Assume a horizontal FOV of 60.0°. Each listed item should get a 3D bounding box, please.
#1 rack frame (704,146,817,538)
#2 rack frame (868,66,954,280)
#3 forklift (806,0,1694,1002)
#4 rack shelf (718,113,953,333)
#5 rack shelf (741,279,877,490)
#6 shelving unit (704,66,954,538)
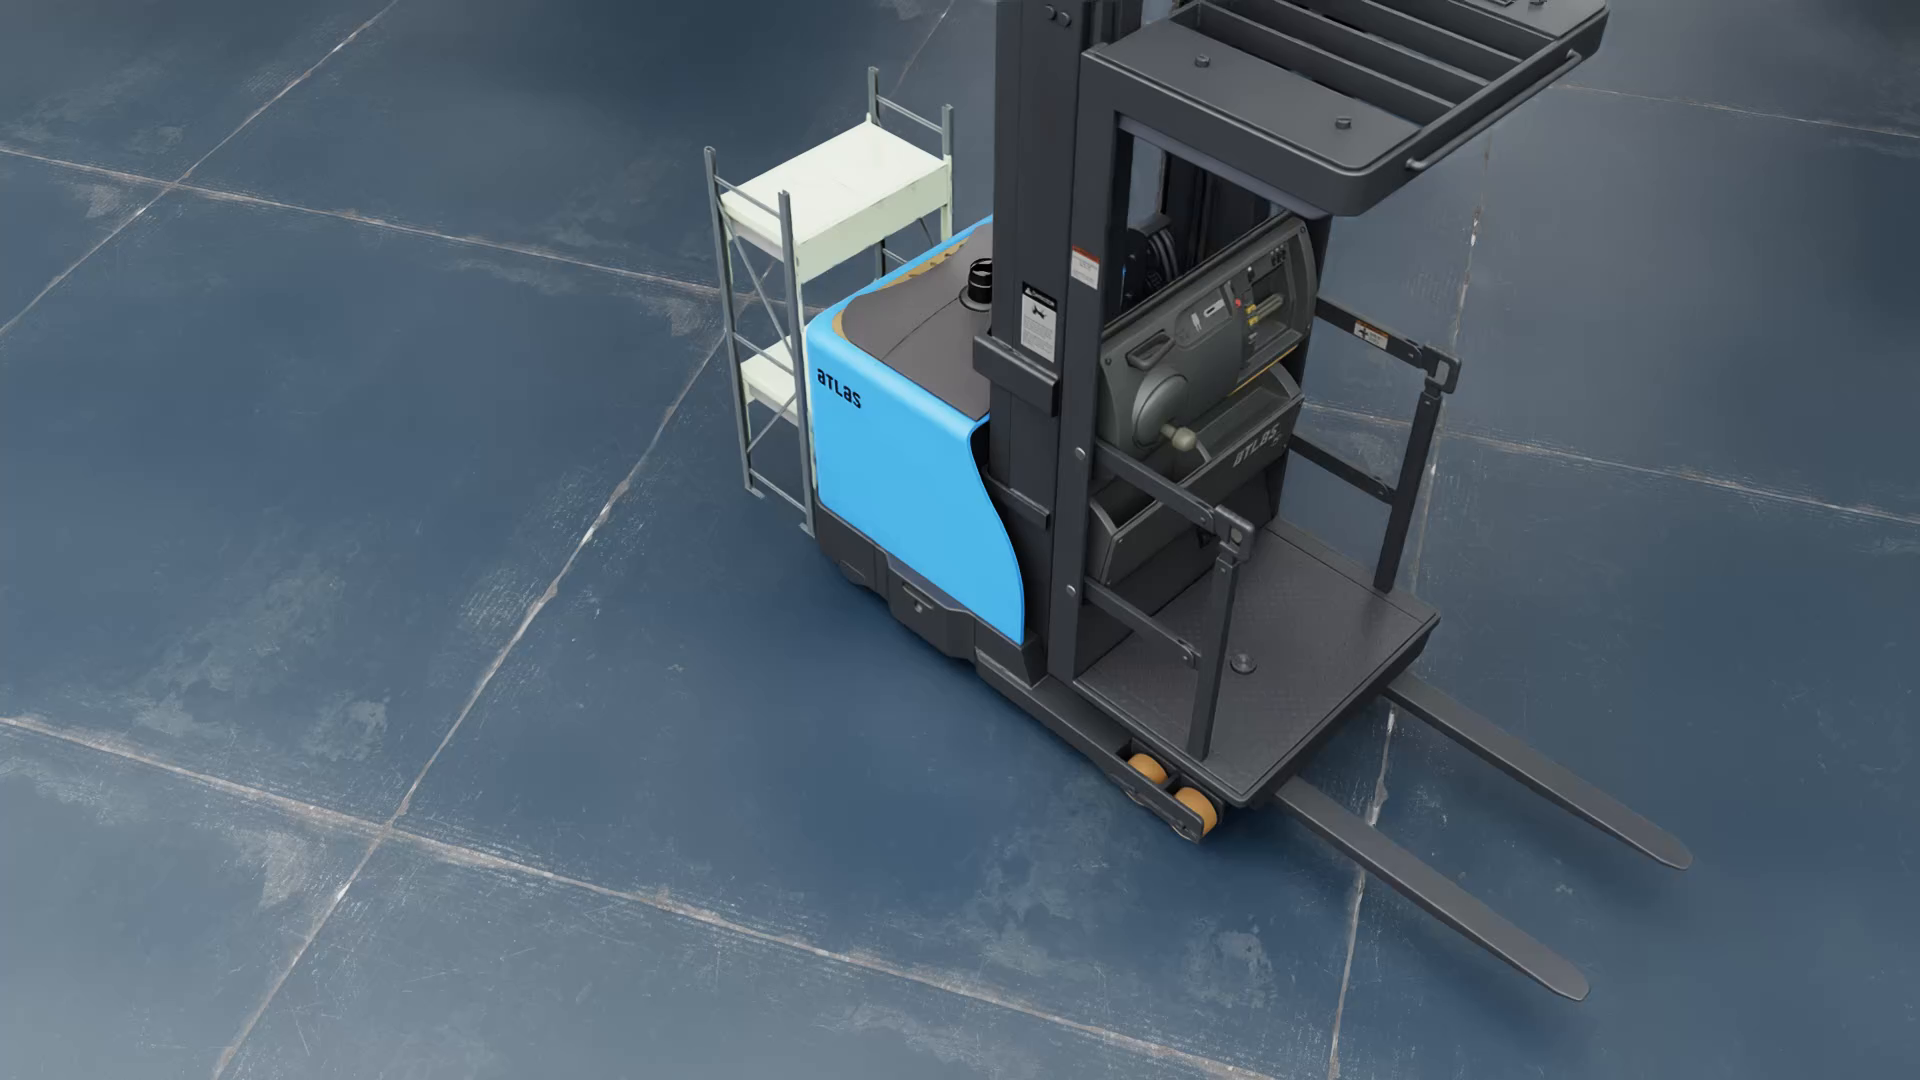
[{"bbox_3d":[-0.684,-0.646,5.838,0.400,1.500,0.023,34,54,30],"label":"rack frame"},{"bbox_3d":[-0.171,-1.011,6.211,0.400,1.500,0.023,34,54,30],"label":"rack frame"},{"bbox_3d":[0.879,-0.513,4.678,3.031,2.935,1.130,34,54,30],"label":"forklift"},{"bbox_3d":[-0.428,-1.107,5.751,0.431,0.370,0.720,34,54,30],"label":"rack shelf"},{"bbox_3d":[-0.428,-0.595,6.252,0.431,0.370,0.720,34,54,30],"label":"rack shelf"},{"bbox_3d":[-0.428,-0.828,6.024,0.431,1.500,0.755,34,54,30],"label":"shelving unit"}]
